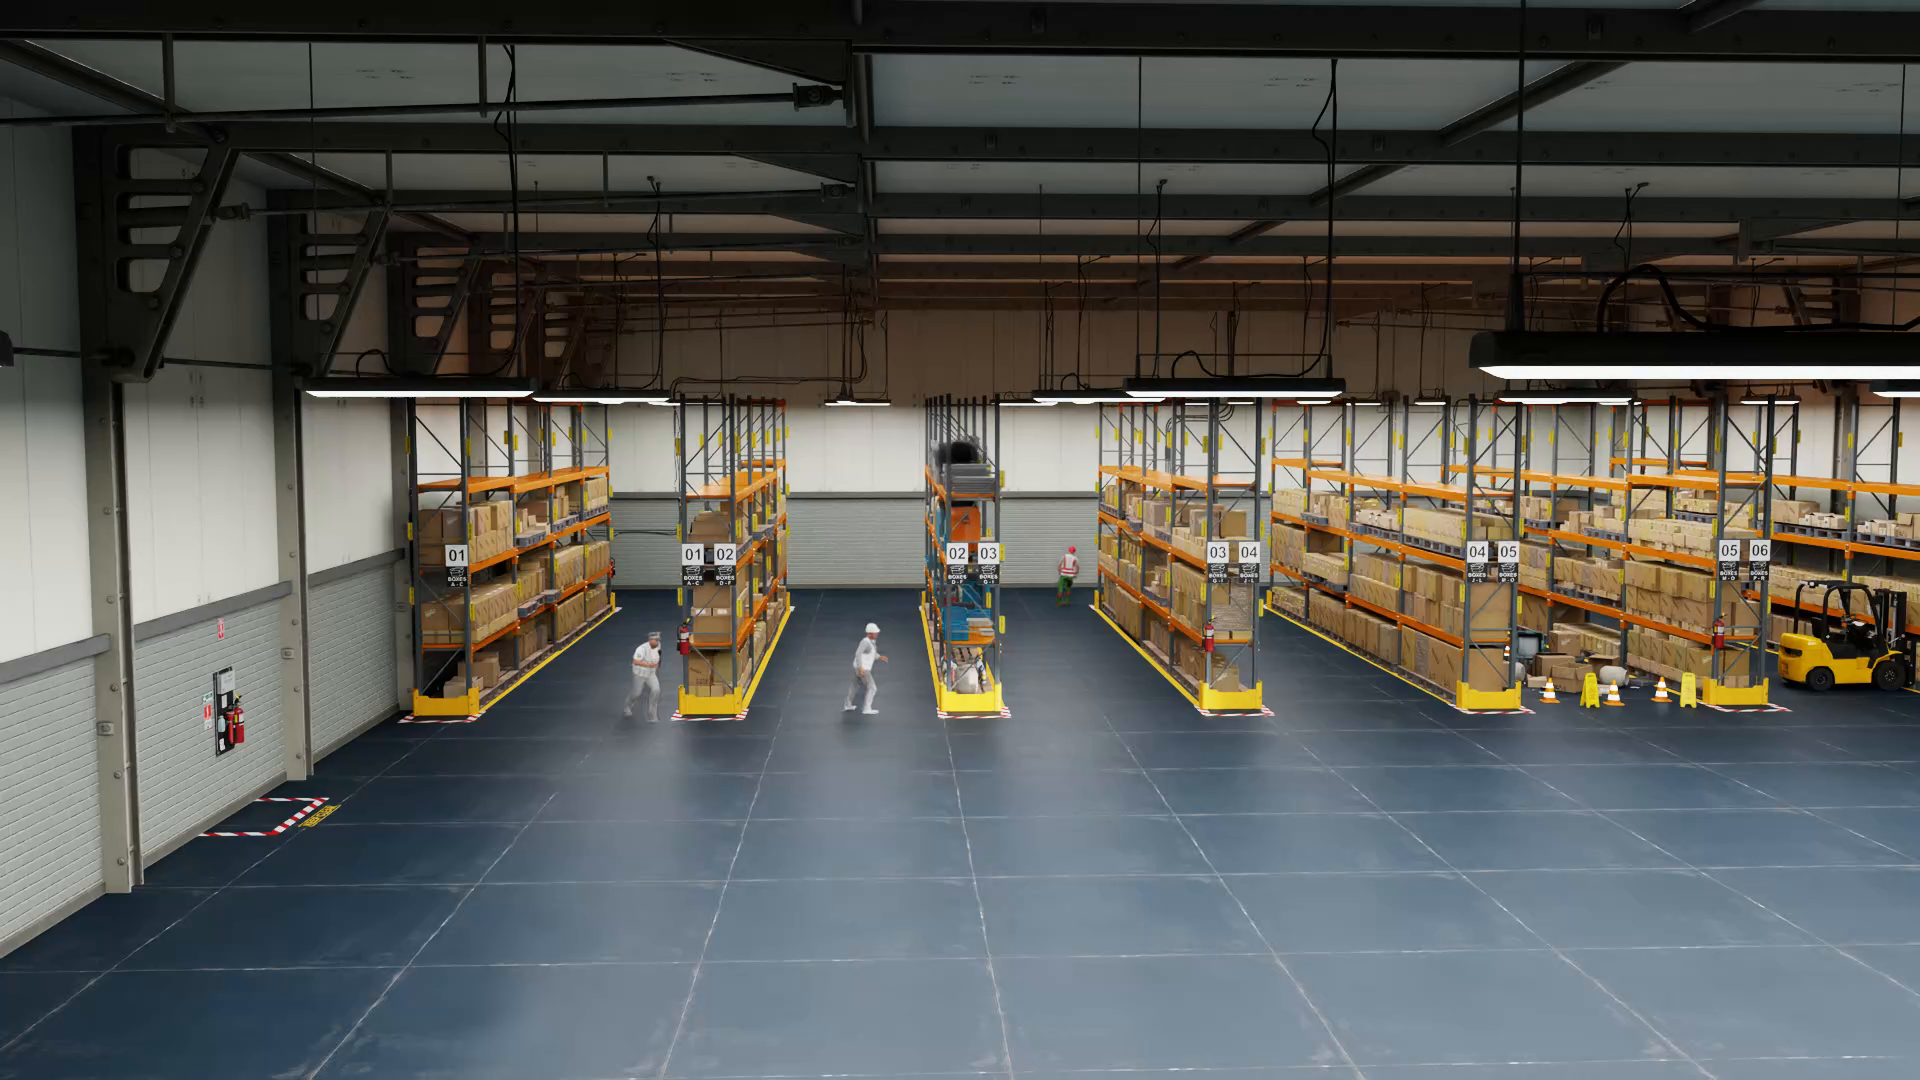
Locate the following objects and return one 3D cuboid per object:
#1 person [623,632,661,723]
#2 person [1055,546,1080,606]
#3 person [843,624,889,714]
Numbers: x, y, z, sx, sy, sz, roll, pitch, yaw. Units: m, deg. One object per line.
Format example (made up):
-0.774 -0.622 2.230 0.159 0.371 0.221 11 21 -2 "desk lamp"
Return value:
-5.832 2.510 30.582 1.022 1.725 0.693 4 6 41 "person"
3.097 1.041 48.354 0.711 1.738 0.499 -1 5 -10 "person"
-1.773 2.407 31.291 0.870 1.710 0.662 0 5 -5 "person"
